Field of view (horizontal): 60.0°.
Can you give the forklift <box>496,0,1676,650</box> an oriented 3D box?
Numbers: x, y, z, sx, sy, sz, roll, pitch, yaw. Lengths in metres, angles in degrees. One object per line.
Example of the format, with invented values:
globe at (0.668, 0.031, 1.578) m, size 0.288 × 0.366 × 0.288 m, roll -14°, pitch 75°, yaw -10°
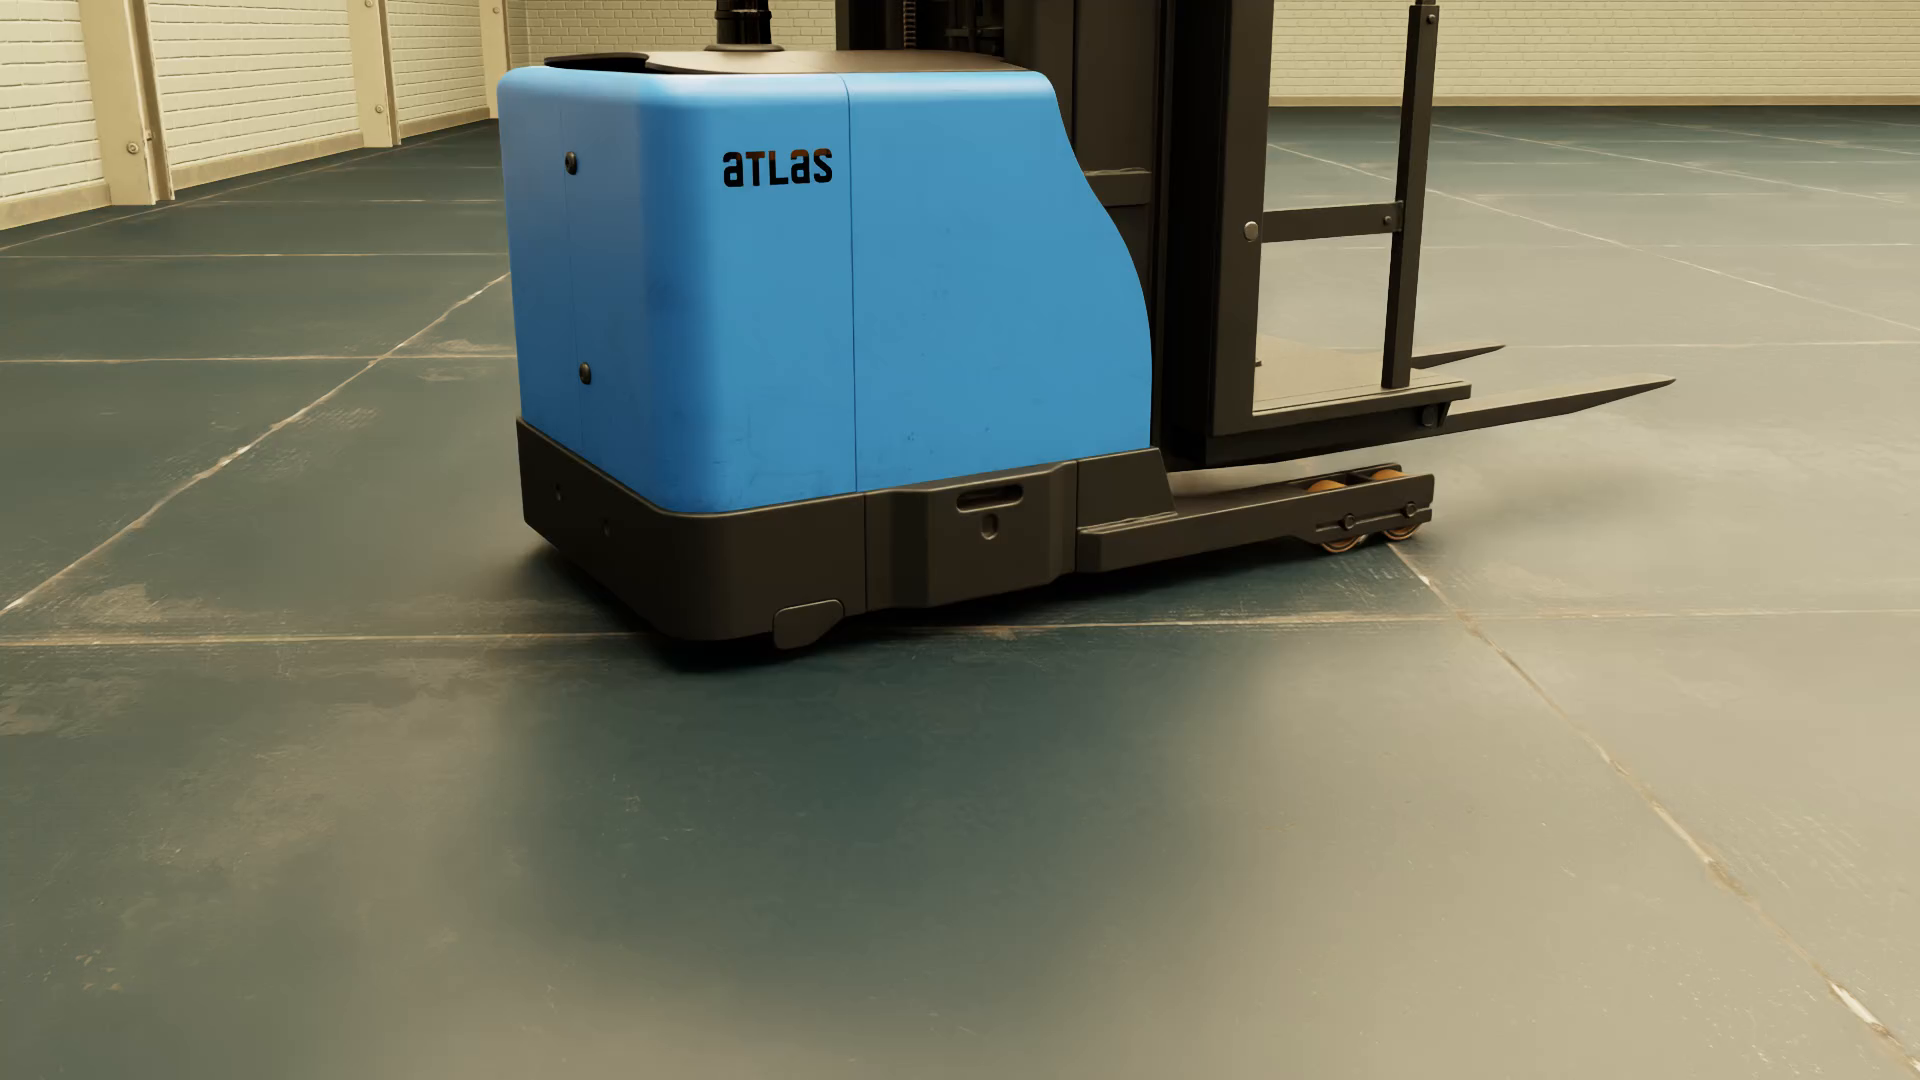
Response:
forklift at (0.524, -1.493, 3.789) m, size 3.031 × 2.935 × 1.130 m, roll -10°, pitch 20°, yaw -29°
